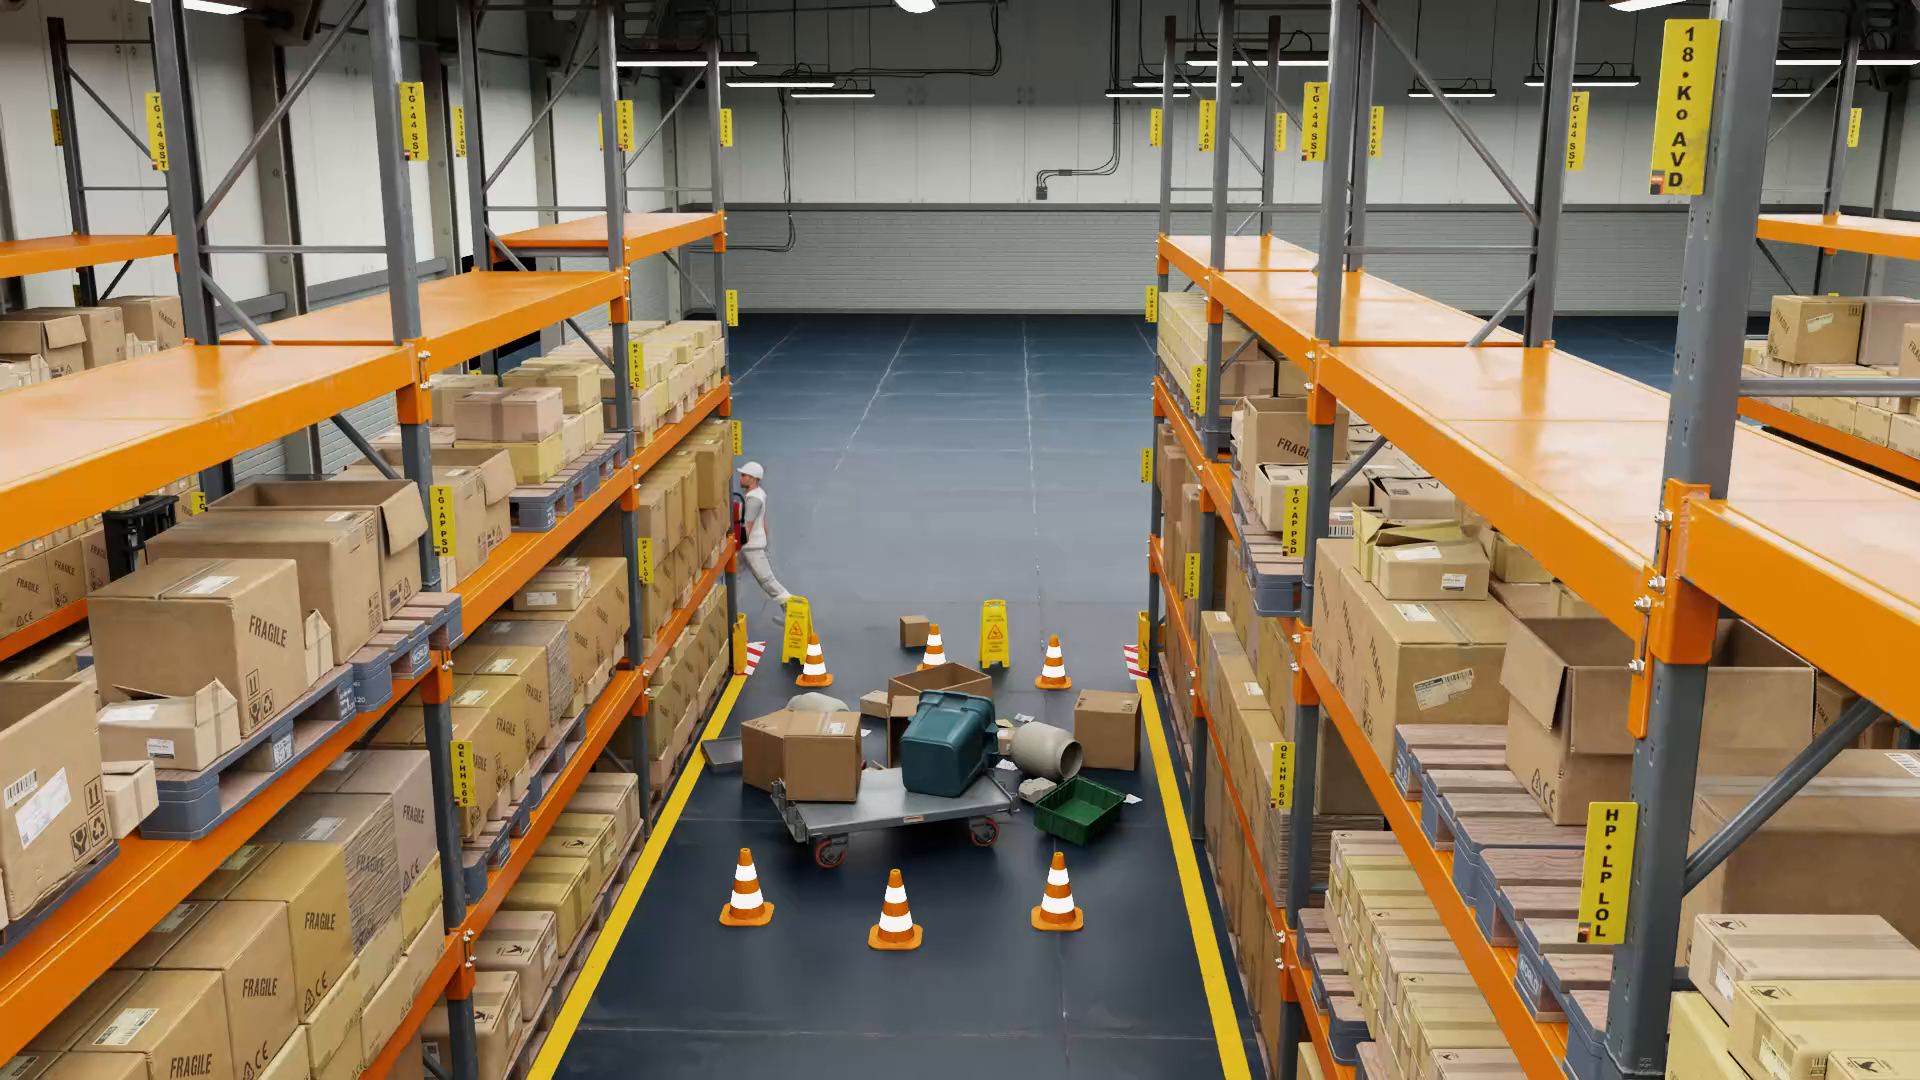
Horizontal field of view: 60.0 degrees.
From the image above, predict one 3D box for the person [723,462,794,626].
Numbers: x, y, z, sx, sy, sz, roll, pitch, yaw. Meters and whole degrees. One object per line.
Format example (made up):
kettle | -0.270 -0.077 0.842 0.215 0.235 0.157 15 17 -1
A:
person | -2.200 0.057 17.056 1.095 1.734 0.584 -2 14 -8
